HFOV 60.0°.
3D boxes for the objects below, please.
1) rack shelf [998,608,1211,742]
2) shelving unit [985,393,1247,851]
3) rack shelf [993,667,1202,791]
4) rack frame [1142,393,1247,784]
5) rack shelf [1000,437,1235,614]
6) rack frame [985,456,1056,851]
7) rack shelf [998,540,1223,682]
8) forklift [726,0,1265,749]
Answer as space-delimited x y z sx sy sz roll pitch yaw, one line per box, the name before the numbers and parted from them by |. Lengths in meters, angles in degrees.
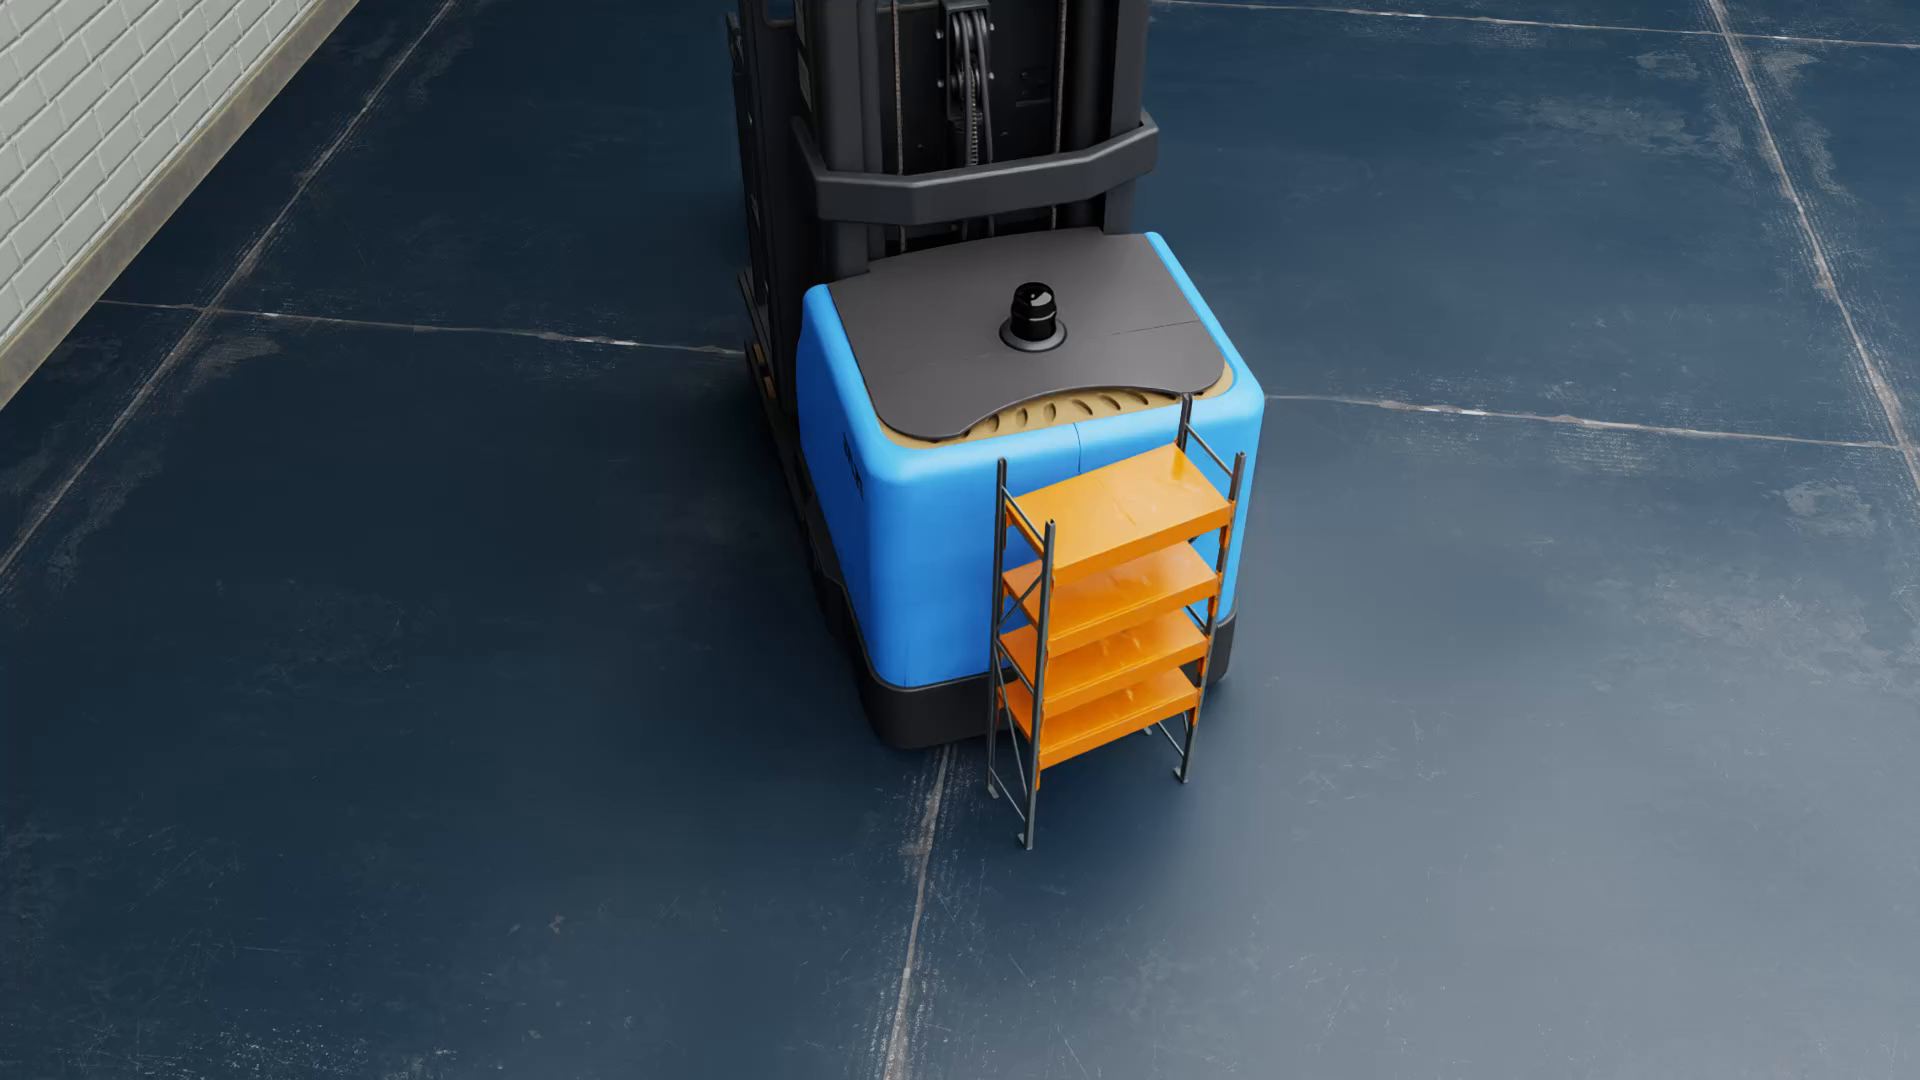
rack shelf | 0.353 0.288 4.166 0.480 0.148 0.258 -19 48 -19
shelving unit | 0.353 0.240 4.118 0.503 1.200 0.258 -19 48 -19
rack shelf | 0.350 0.428 4.306 0.480 0.148 0.258 -19 48 -19
rack frame | 0.570 0.163 4.199 0.015 1.200 0.240 -19 48 -19
rack shelf | 0.358 -0.039 3.841 0.480 0.148 0.258 -19 48 -19
rack frame | 0.136 0.317 4.038 0.015 1.200 0.240 -19 48 -19
rack shelf | 0.355 0.129 4.008 0.480 0.148 0.258 -19 48 -19
forklift | -0.117 -1.523 4.726 1.130 2.935 3.031 -11 45 -11
